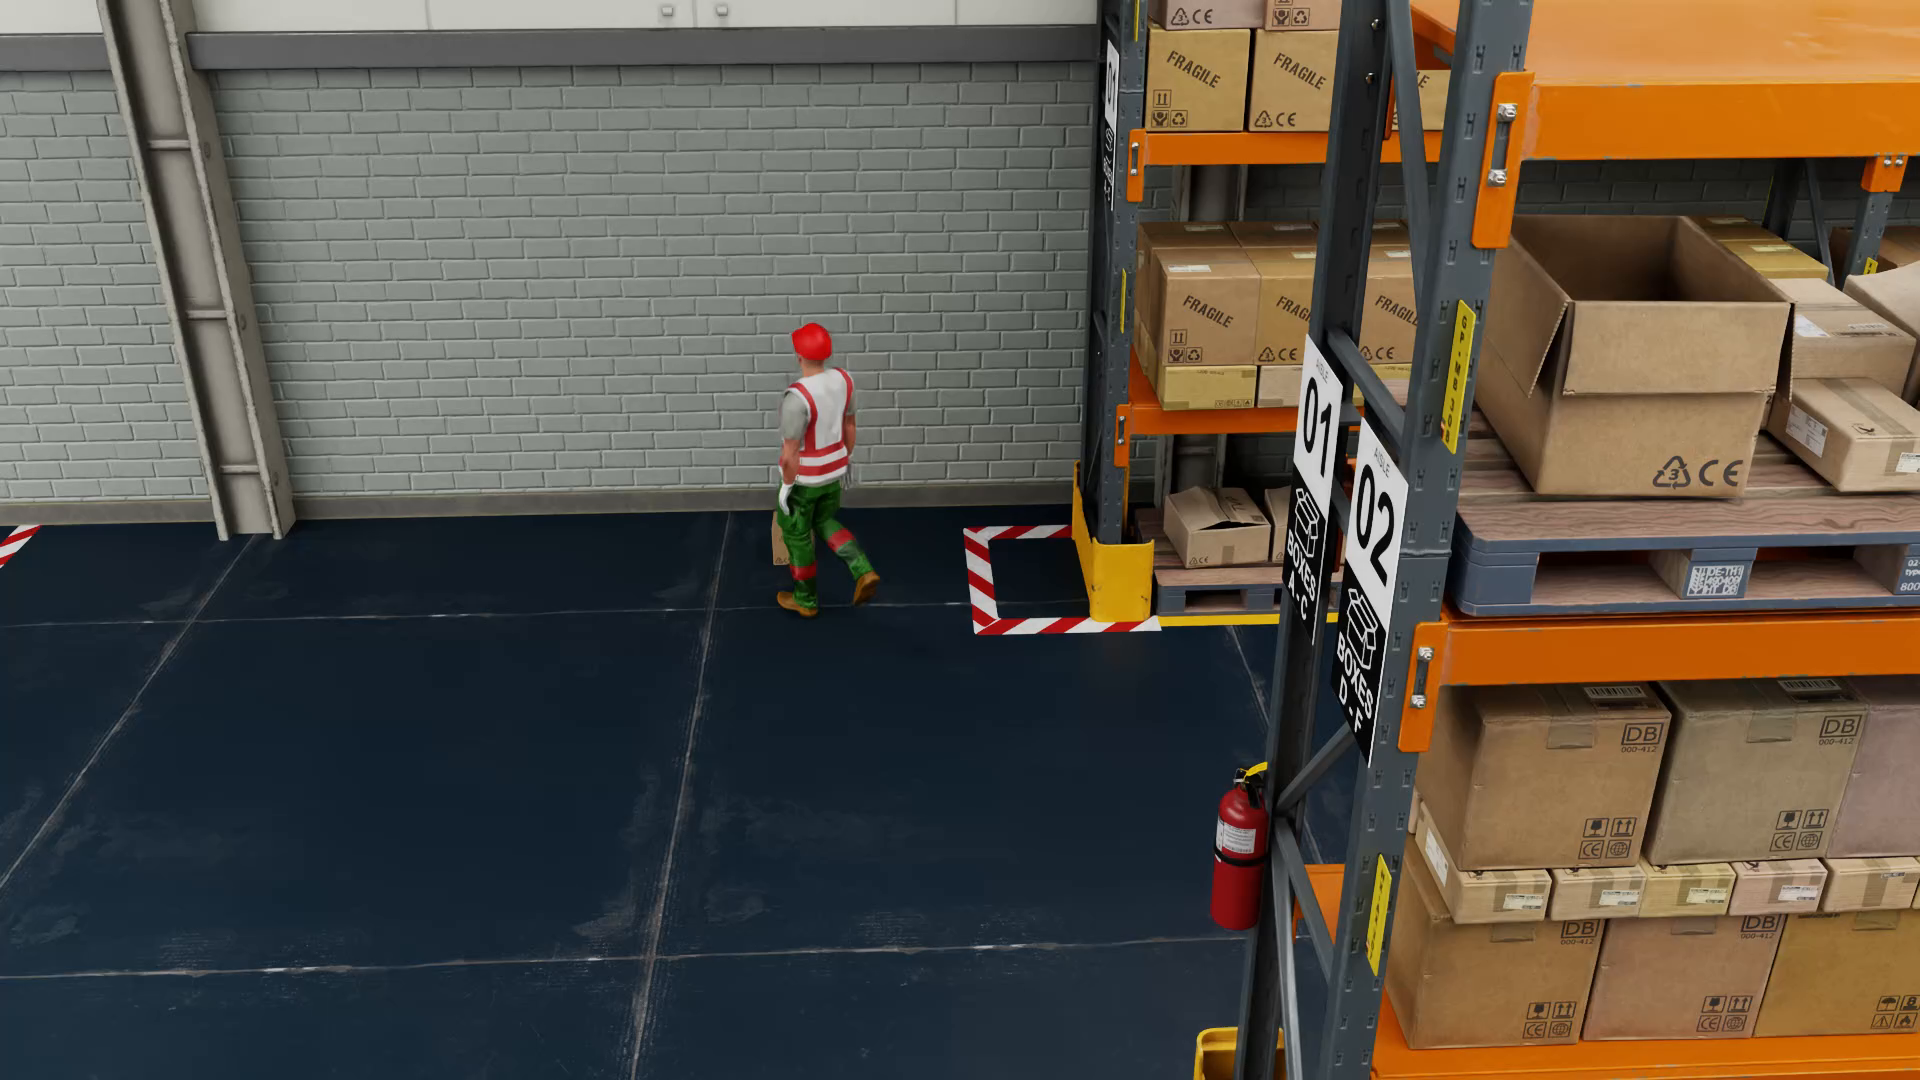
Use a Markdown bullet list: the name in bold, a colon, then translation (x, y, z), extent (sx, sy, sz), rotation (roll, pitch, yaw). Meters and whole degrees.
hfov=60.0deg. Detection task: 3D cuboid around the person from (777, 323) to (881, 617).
- **person**: translation (-0.778, -0.365, 9.274), extent (0.650, 1.779, 0.542), rotation (20, 34, 34)
